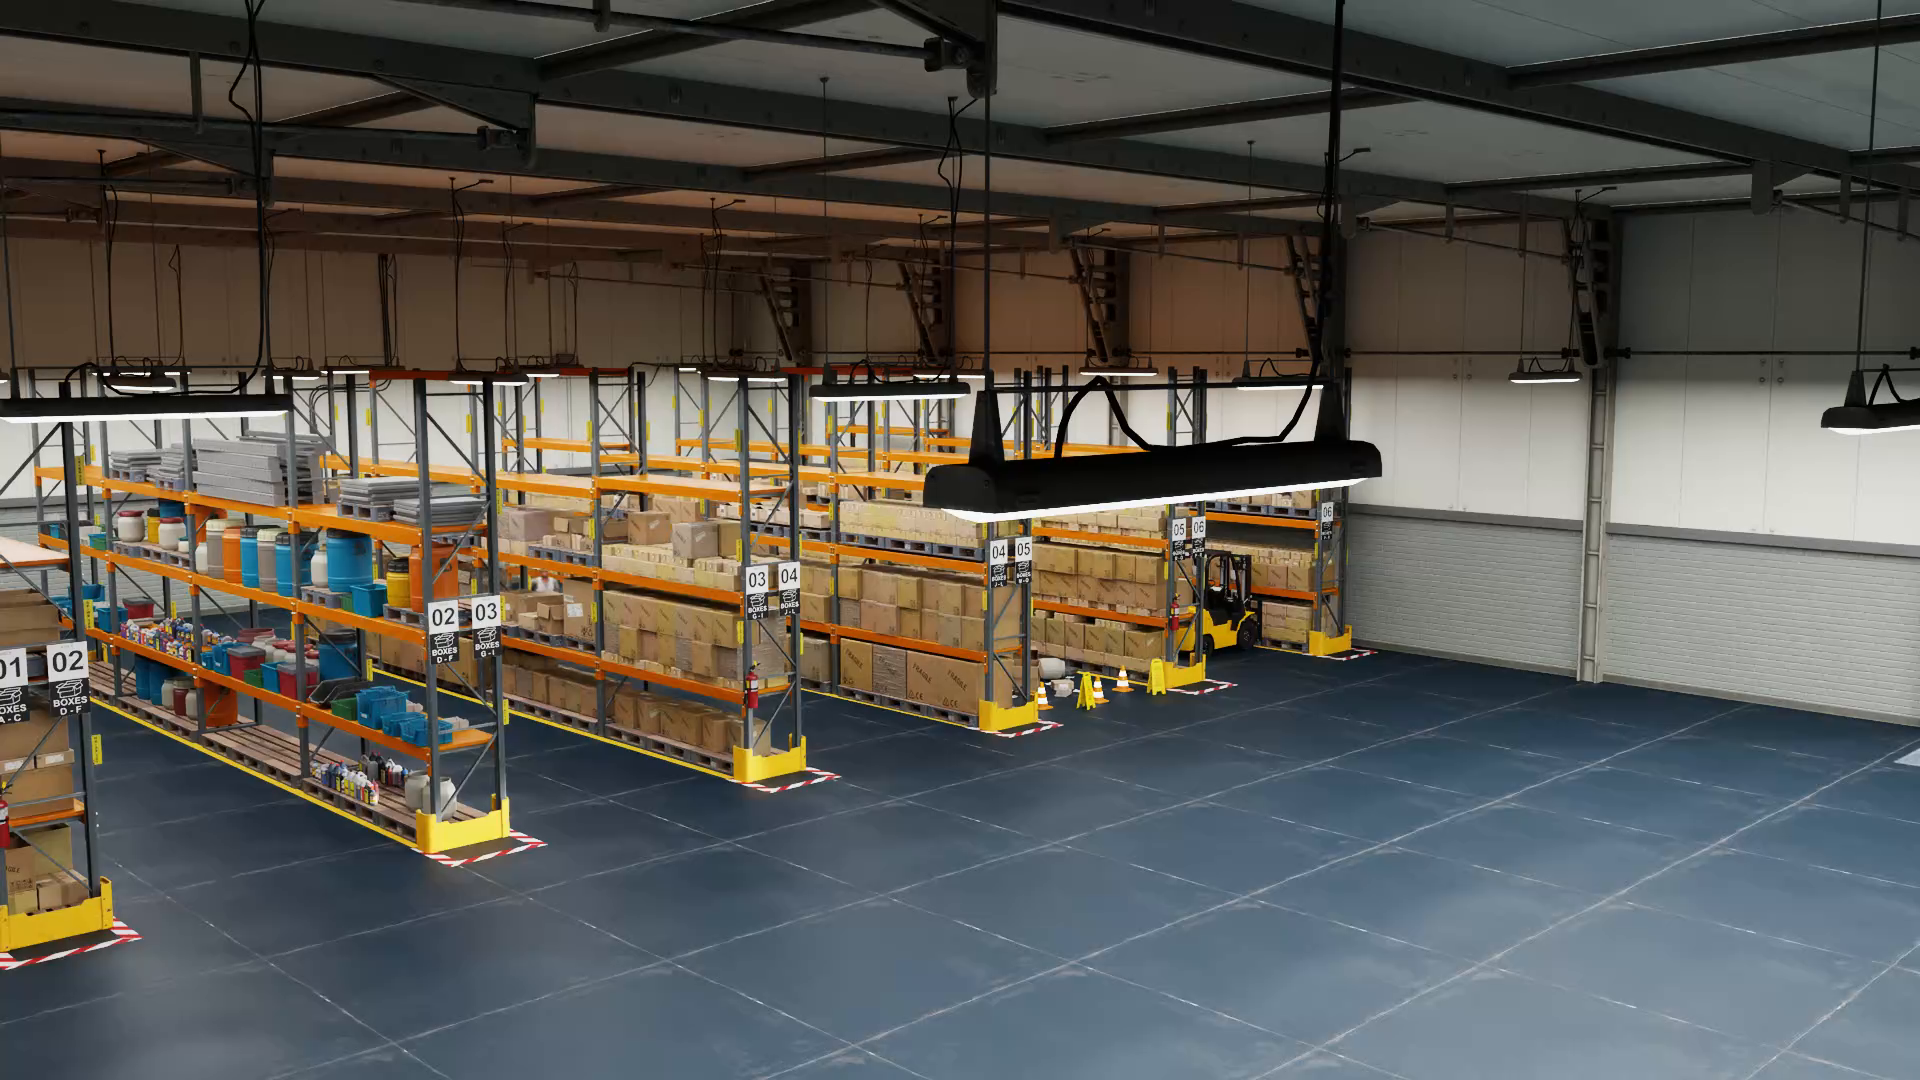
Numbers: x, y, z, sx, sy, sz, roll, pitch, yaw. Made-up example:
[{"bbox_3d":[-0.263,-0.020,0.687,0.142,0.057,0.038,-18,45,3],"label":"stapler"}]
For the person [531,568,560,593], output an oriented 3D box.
[{"bbox_3d":[-8.859,1.443,35.597,0.616,1.852,0.783,-5,8,-39],"label":"person"}]
